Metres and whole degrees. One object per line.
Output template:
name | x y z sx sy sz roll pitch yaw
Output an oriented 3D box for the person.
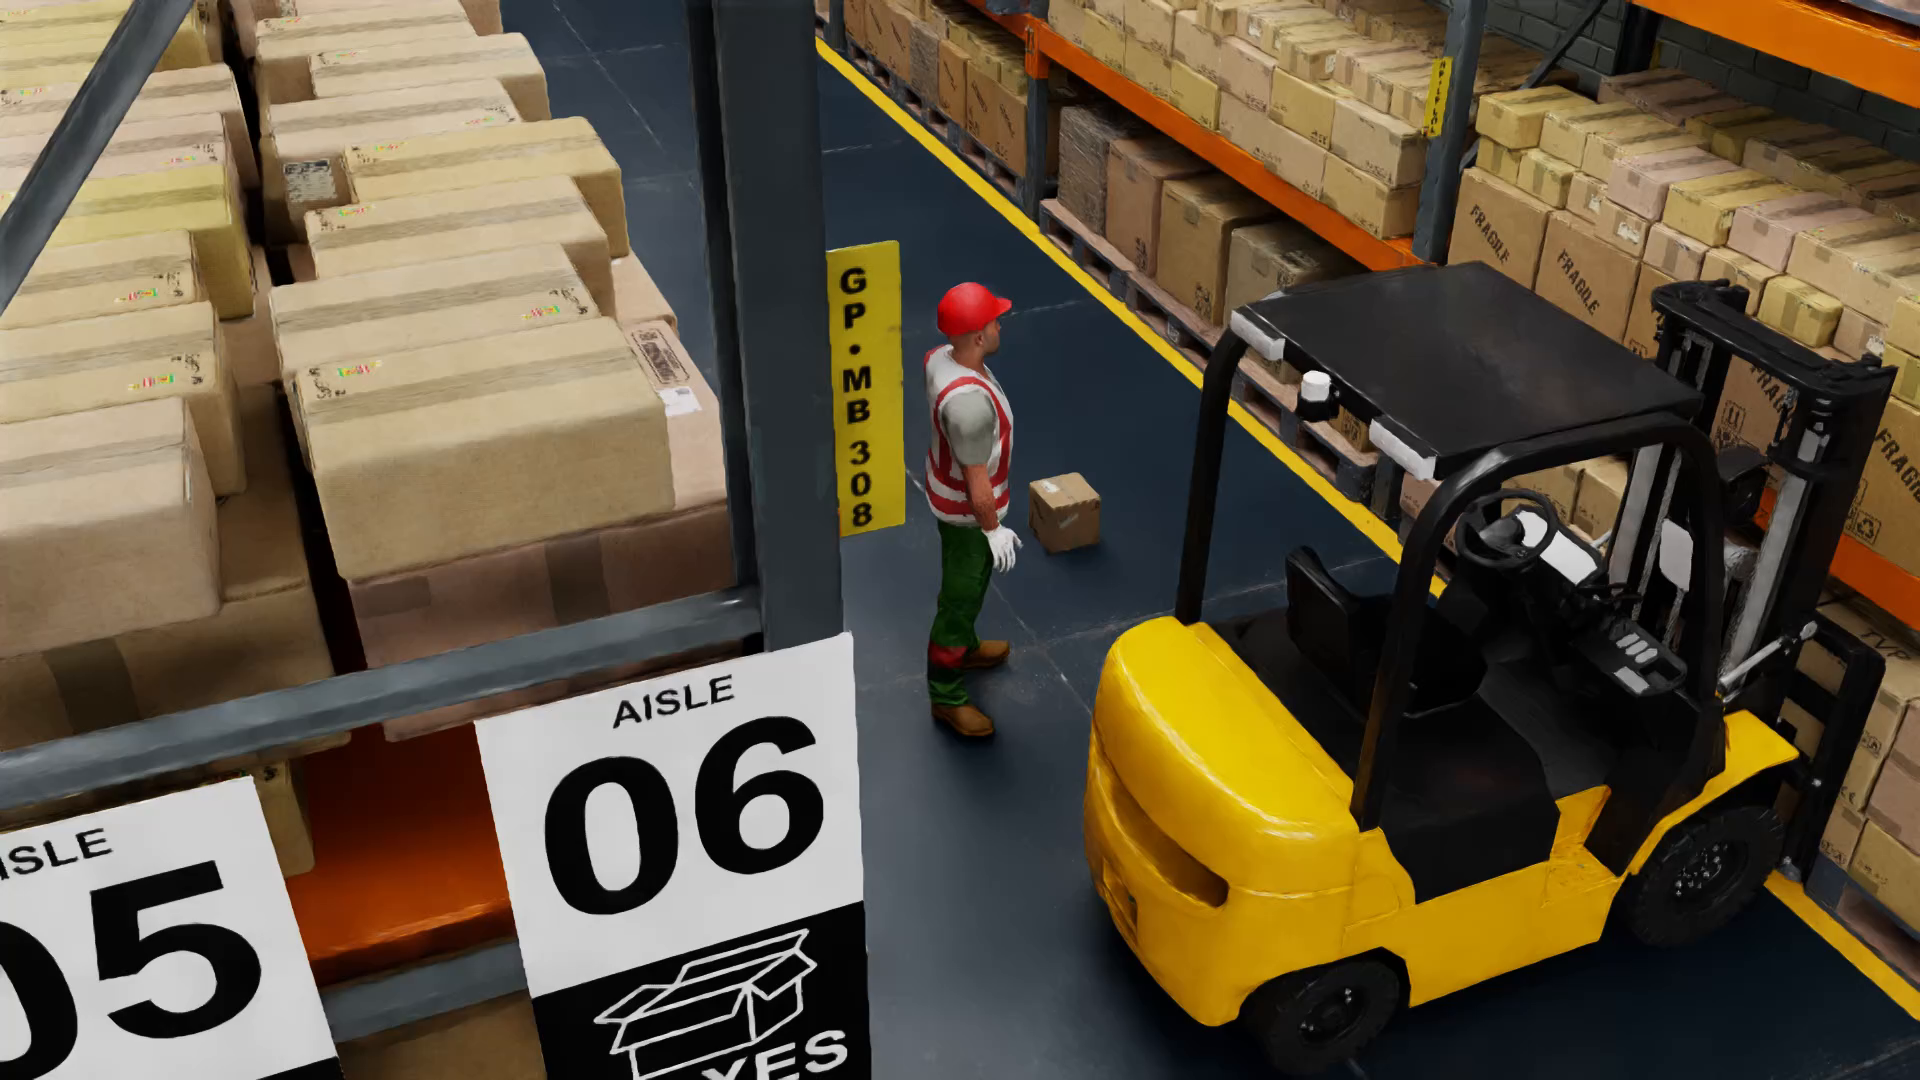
person | 0.042 -0.149 6.293 0.379 1.795 0.665 -3 33 -5
